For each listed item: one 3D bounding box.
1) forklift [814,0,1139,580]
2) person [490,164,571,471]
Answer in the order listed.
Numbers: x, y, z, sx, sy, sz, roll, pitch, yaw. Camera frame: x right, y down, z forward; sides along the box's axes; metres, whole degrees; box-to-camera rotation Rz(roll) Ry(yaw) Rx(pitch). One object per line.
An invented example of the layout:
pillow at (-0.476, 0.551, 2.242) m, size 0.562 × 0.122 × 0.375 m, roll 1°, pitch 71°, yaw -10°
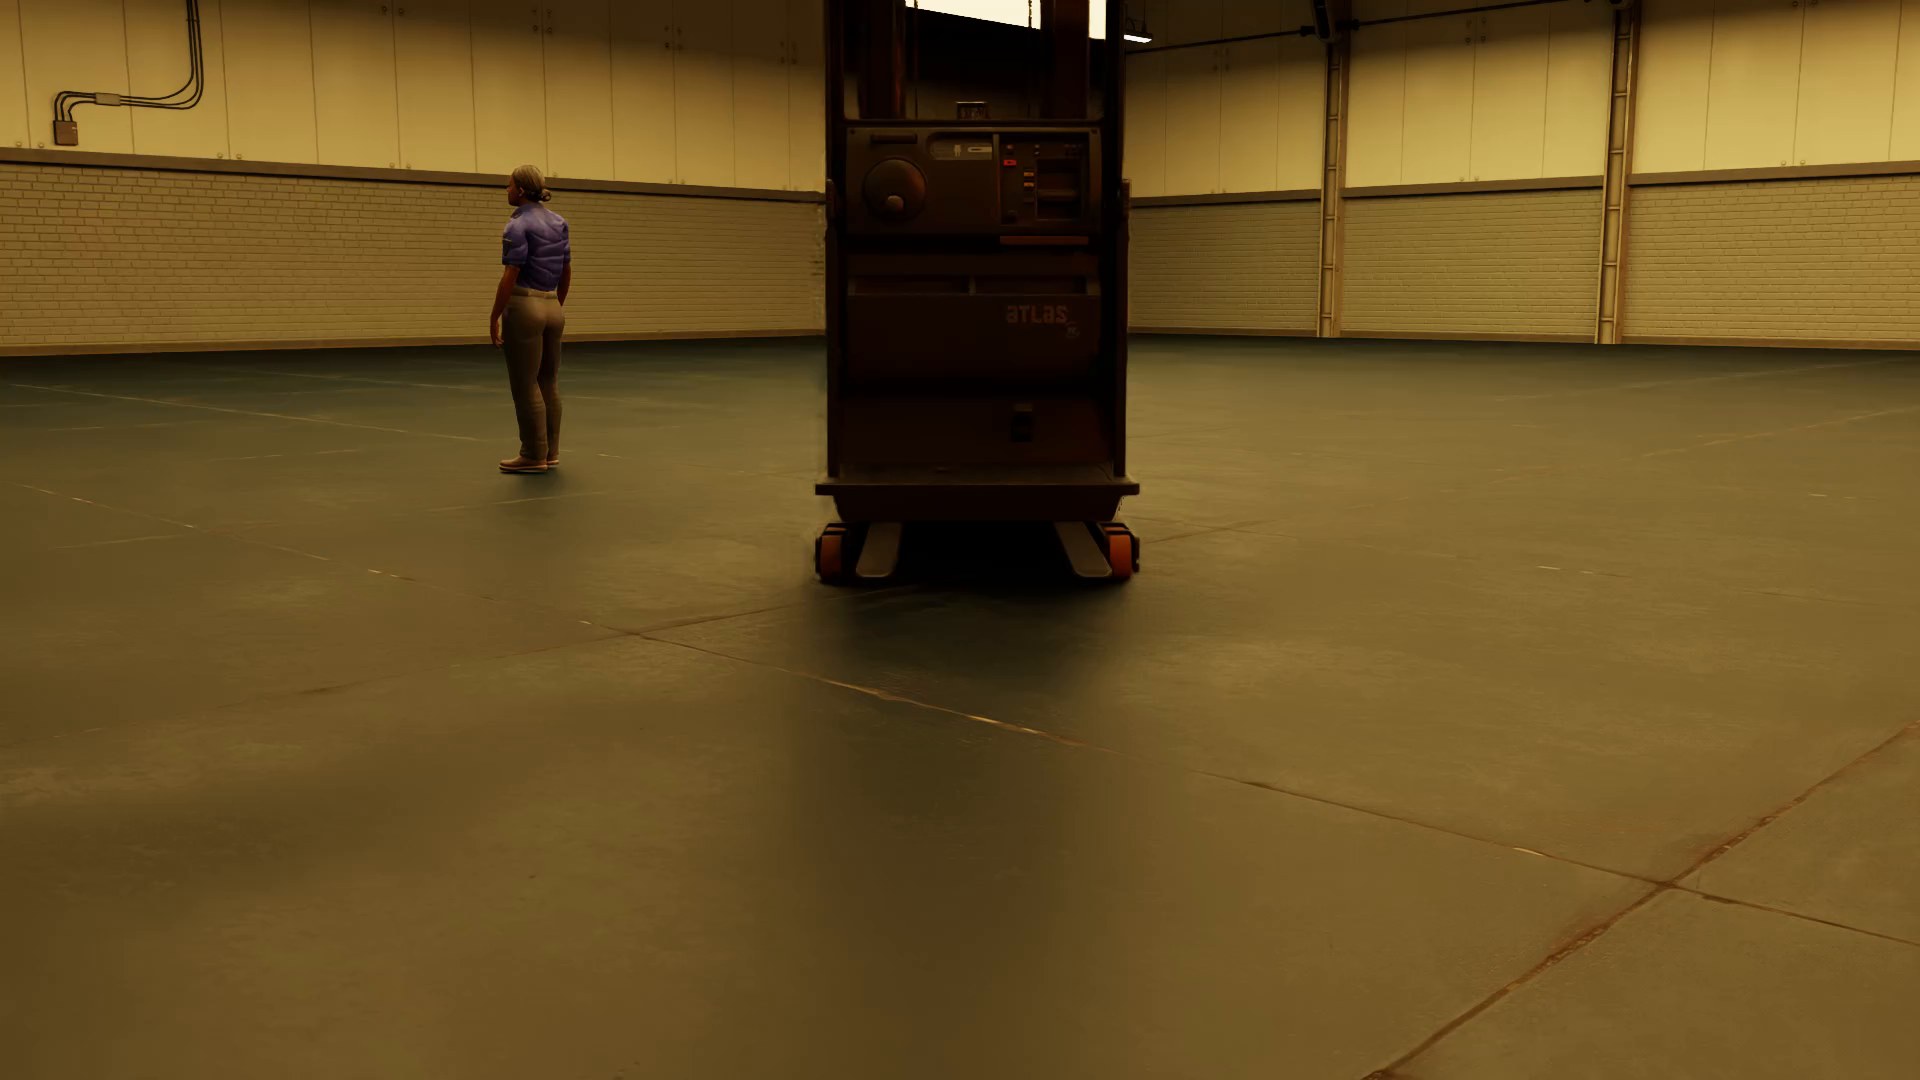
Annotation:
forklift at (0.054, -1.353, 5.856) m, size 1.130 × 2.935 × 3.031 m, roll 0°, pitch 9°, yaw 0°
person at (-2.400, -1.205, 9.118) m, size 0.504 × 1.654 × 0.569 m, roll 4°, pitch 10°, yaw 27°
